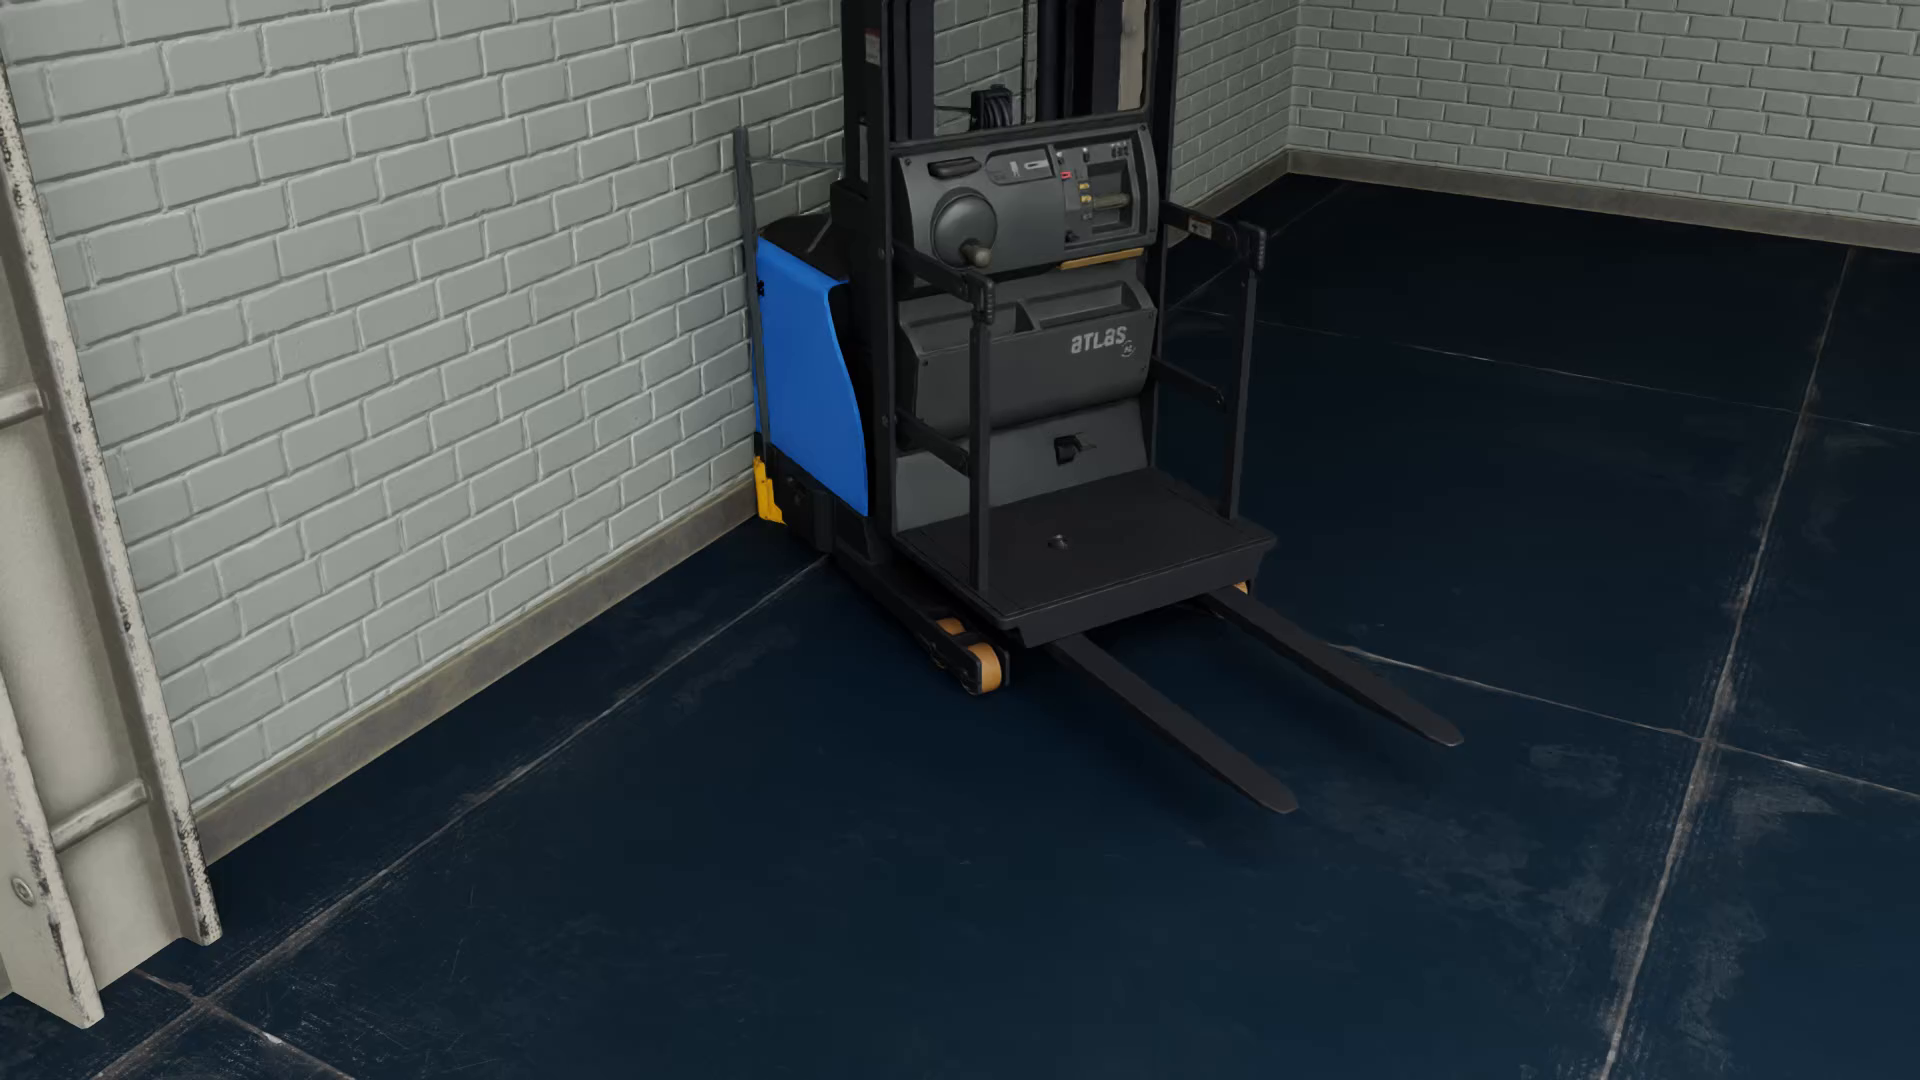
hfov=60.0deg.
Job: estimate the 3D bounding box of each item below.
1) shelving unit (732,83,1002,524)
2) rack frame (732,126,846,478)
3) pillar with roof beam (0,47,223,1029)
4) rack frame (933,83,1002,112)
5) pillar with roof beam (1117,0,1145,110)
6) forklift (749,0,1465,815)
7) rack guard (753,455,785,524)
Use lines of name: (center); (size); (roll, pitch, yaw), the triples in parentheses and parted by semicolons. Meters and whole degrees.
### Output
shelving unit: (-0.291, -0.911, 6.397); (0.587, 1.500, 1.083); (12, 29, 28)
rack frame: (-0.541, -0.718, 6.010); (0.500, 1.500, 0.032); (12, 29, 28)
pillar with roof beam: (1.641, -2.028, 0.248); (9.100, 9.000, 0.400); (14, 30, 26)
rack frame: (-0.032, -1.111, 6.798); (0.500, 1.500, 0.032); (12, 29, 28)
pillar with roof beam: (4.592, -4.366, 4.920); (9.100, 9.000, 0.400); (14, 30, 26)
forklift: (0.343, -1.056, 5.085); (1.130, 2.935, 3.031); (-15, 30, -28)
rack guard: (-0.516, -0.153, 6.277); (0.587, 0.250, 0.087); (12, 29, 28)
